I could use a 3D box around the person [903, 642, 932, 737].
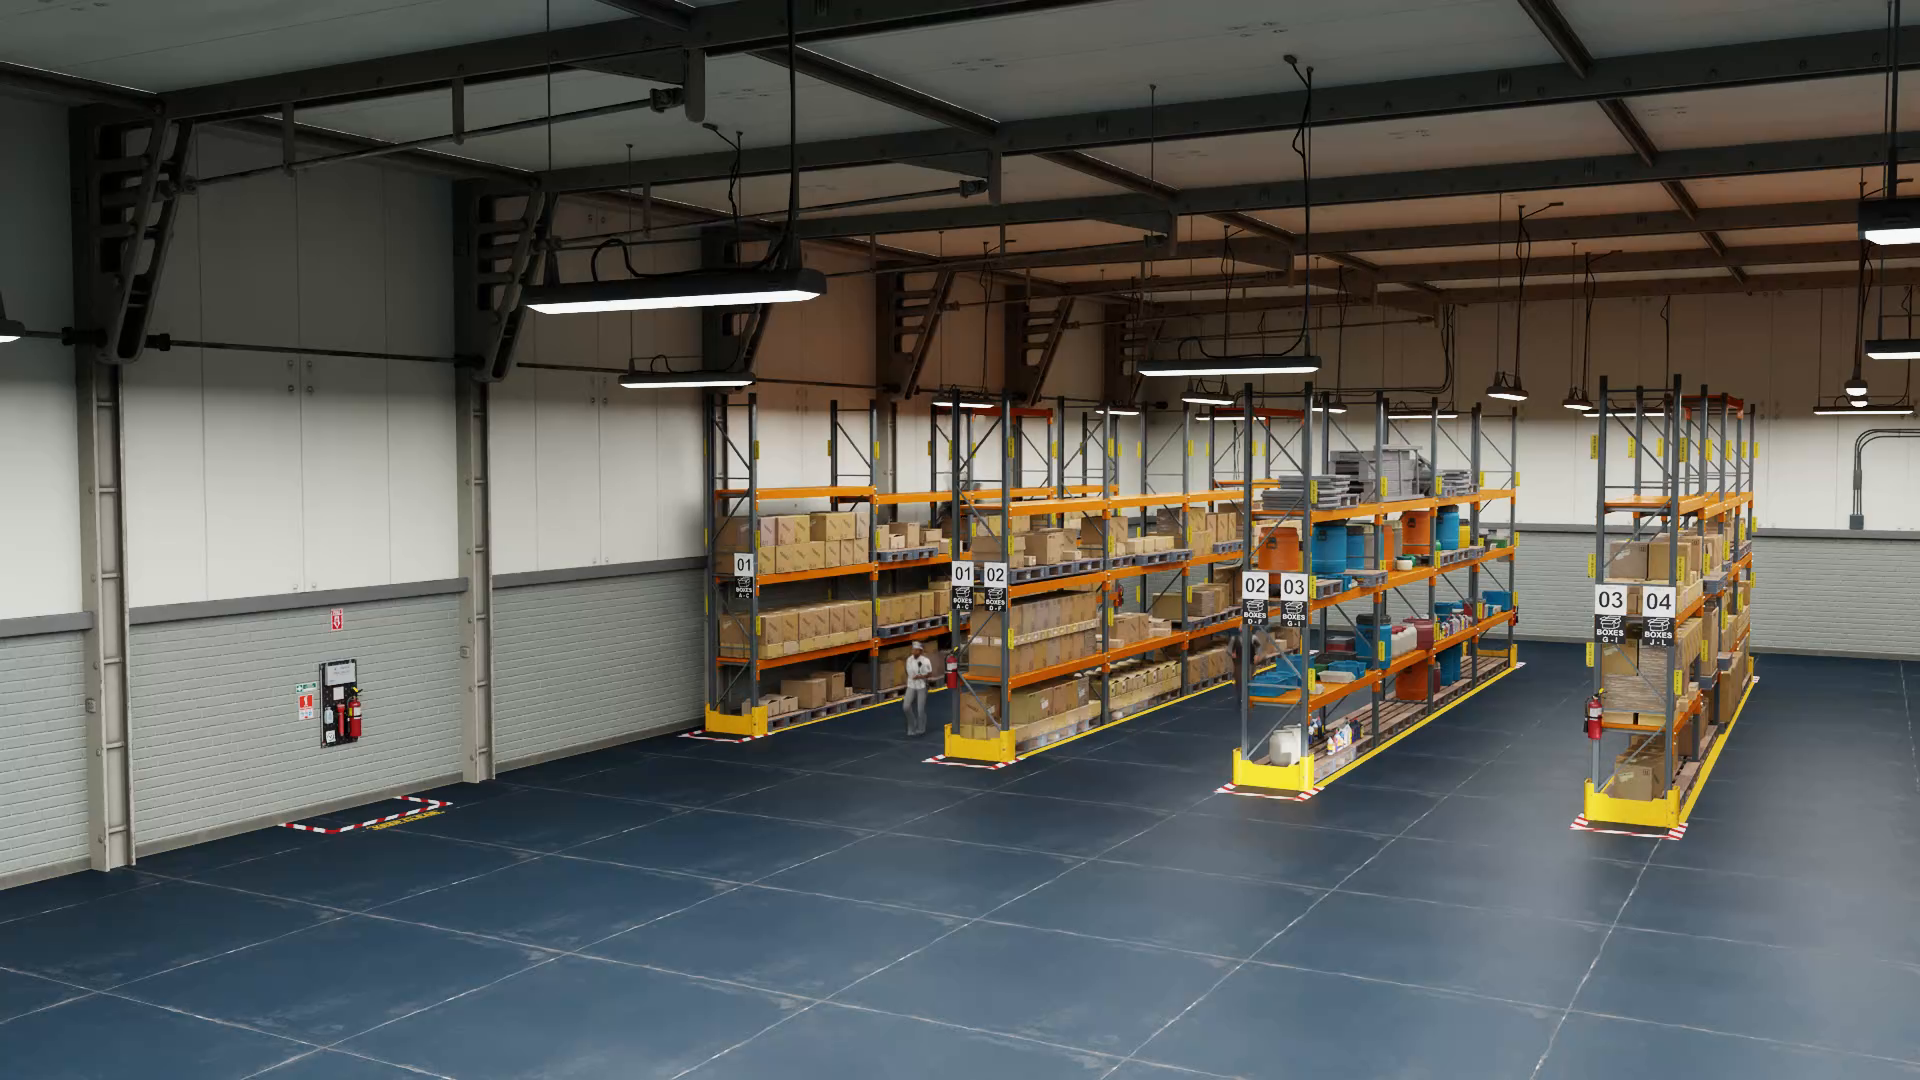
[{"bbox_3d":[-0.739,2.597,29.028,0.565,1.678,0.711,1,3,18],"label":"person"}]

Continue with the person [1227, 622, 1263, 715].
[{"bbox_3d":[5.451,2.424,31.883,0.669,1.729,0.949,1,3,21],"label":"person"}]
